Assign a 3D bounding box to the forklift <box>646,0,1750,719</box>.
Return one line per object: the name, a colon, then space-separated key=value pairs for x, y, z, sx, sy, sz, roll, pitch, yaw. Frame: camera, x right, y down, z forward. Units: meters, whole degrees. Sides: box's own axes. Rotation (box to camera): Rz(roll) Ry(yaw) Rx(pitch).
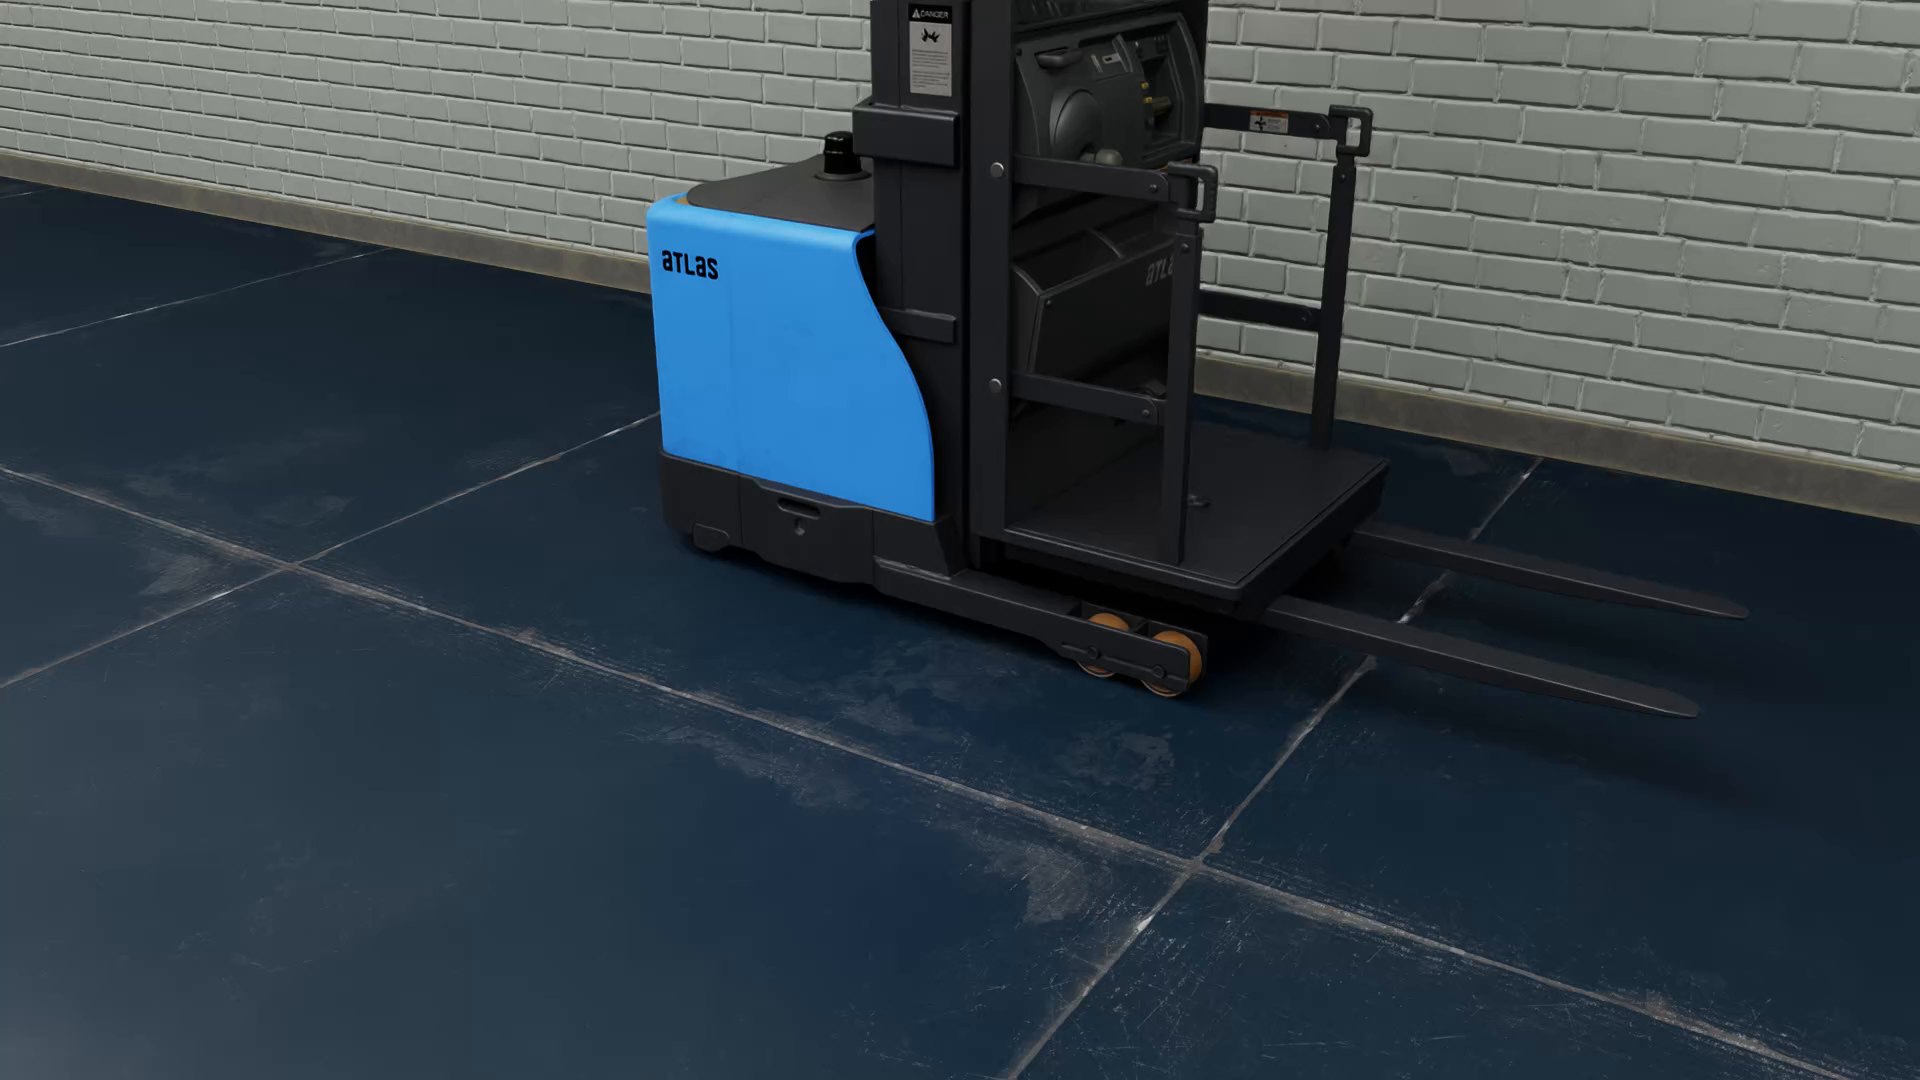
forklift: x=0.582 y=-1.179 z=4.285 sx=3.031 sy=2.935 sz=1.130 roll=15 pitch=27 yaw=30
